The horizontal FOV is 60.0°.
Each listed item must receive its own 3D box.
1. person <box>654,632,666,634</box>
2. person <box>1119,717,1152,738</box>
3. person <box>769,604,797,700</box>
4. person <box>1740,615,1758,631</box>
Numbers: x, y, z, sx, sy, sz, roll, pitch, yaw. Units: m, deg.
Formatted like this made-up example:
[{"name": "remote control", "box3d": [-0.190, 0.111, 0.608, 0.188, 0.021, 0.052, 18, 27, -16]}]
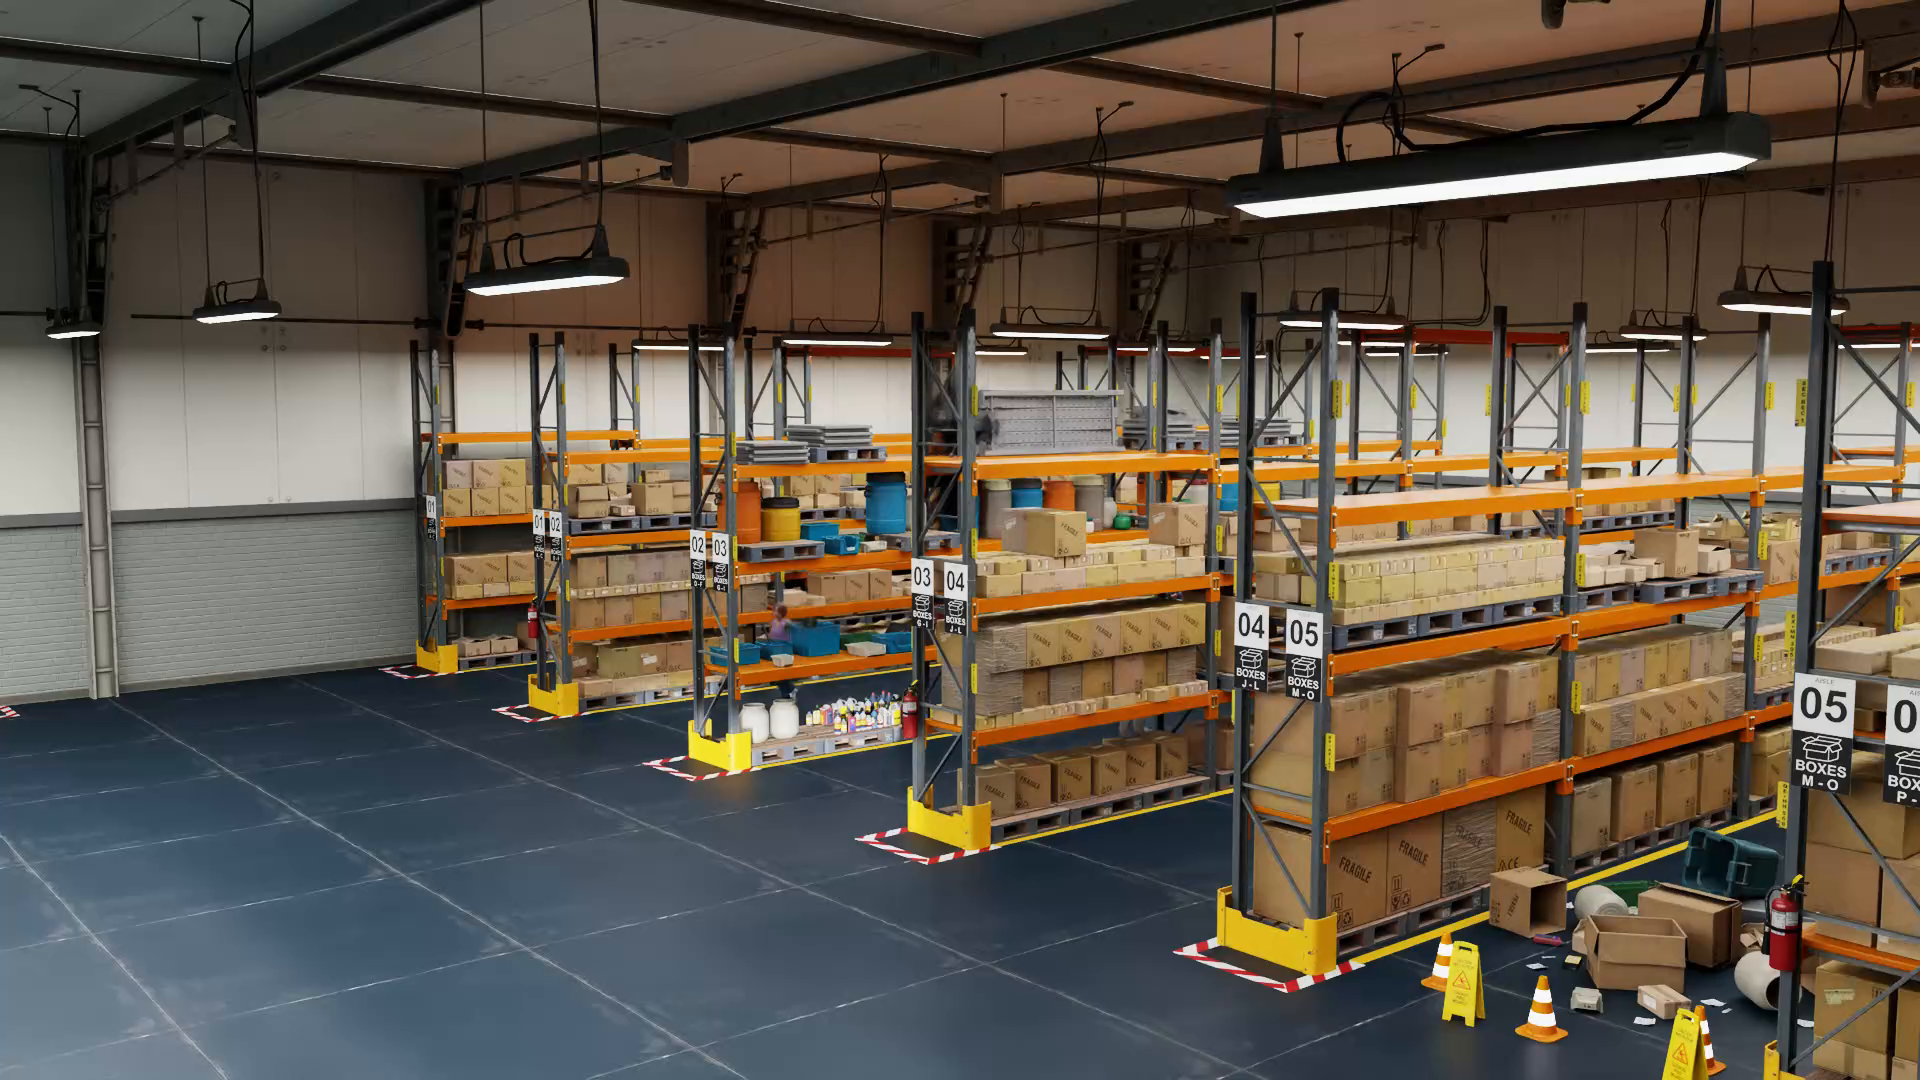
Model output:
[{"name": "person", "box3d": [-5.340, 1.569, 29.710, 0.599, 1.661, 0.937, 4, 7, 40]}, {"name": "person", "box3d": [2.427, 2.222, 22.885, 0.659, 1.655, 0.580, -5, 7, -44]}, {"name": "person", "box3d": [-2.734, 1.764, 25.308, 0.512, 1.547, 0.491, 5, 7, 43]}, {"name": "person", "box3d": [11.631, 1.980, 24.591, 0.984, 1.775, 0.658, -4, 7, -40]}]
